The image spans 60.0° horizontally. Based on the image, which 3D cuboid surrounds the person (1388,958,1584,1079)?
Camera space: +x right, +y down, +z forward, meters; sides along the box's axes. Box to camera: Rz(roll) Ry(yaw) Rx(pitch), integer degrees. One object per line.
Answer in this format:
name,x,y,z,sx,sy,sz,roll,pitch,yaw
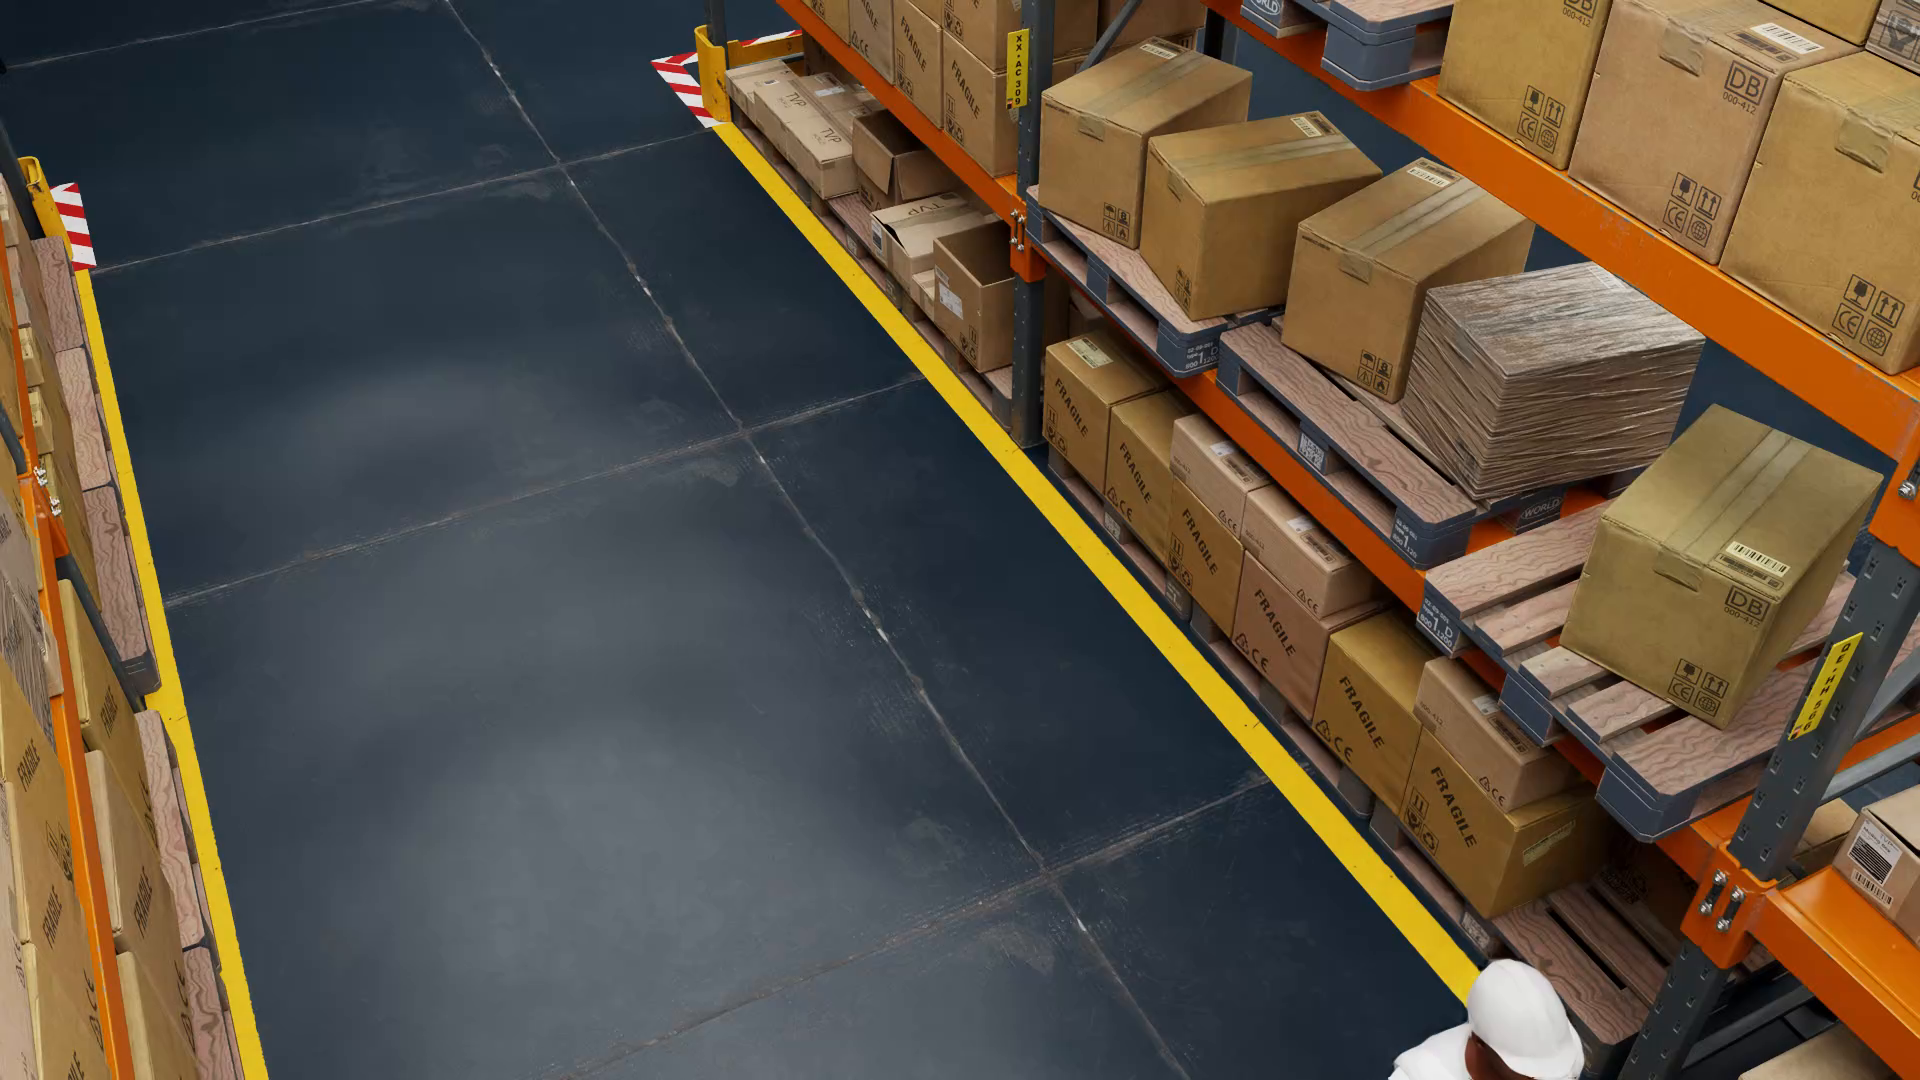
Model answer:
person,1.260,1.626,4.240,0.579,1.749,0.706,-18,44,-20
